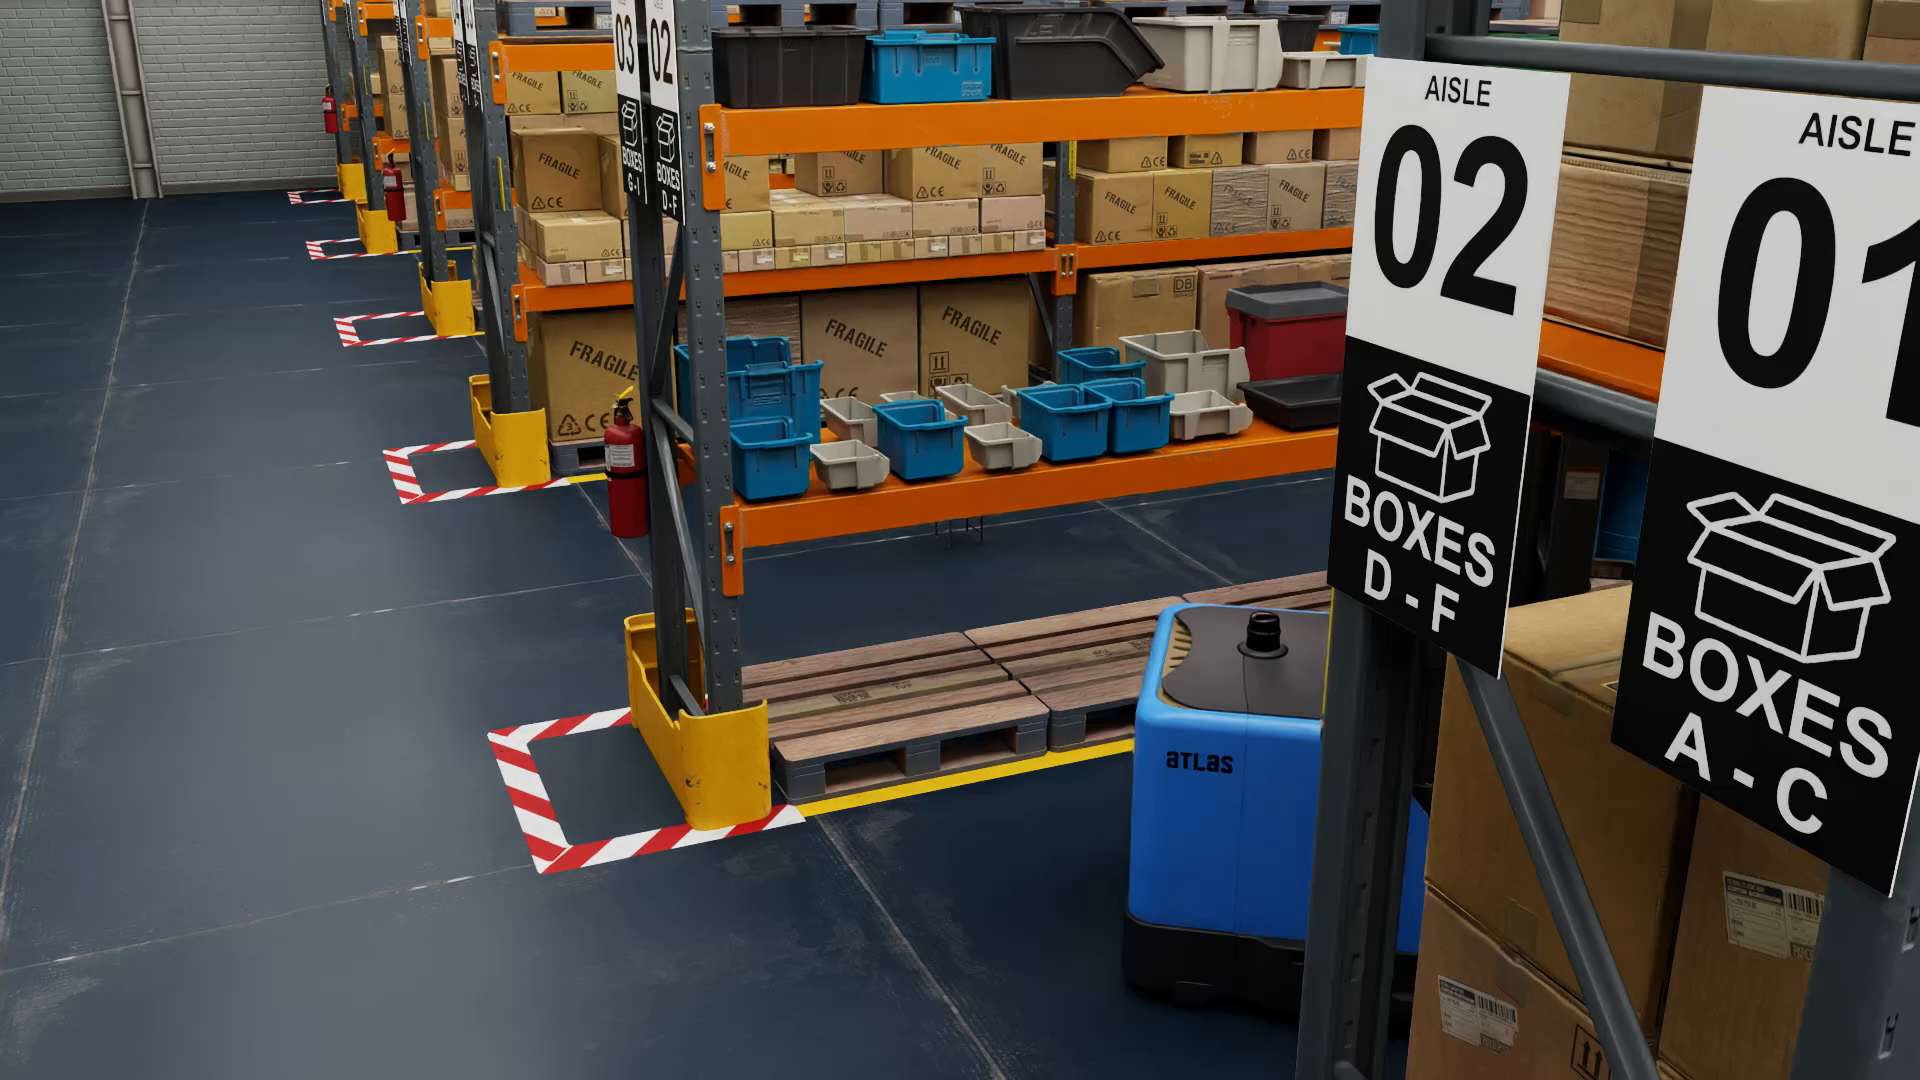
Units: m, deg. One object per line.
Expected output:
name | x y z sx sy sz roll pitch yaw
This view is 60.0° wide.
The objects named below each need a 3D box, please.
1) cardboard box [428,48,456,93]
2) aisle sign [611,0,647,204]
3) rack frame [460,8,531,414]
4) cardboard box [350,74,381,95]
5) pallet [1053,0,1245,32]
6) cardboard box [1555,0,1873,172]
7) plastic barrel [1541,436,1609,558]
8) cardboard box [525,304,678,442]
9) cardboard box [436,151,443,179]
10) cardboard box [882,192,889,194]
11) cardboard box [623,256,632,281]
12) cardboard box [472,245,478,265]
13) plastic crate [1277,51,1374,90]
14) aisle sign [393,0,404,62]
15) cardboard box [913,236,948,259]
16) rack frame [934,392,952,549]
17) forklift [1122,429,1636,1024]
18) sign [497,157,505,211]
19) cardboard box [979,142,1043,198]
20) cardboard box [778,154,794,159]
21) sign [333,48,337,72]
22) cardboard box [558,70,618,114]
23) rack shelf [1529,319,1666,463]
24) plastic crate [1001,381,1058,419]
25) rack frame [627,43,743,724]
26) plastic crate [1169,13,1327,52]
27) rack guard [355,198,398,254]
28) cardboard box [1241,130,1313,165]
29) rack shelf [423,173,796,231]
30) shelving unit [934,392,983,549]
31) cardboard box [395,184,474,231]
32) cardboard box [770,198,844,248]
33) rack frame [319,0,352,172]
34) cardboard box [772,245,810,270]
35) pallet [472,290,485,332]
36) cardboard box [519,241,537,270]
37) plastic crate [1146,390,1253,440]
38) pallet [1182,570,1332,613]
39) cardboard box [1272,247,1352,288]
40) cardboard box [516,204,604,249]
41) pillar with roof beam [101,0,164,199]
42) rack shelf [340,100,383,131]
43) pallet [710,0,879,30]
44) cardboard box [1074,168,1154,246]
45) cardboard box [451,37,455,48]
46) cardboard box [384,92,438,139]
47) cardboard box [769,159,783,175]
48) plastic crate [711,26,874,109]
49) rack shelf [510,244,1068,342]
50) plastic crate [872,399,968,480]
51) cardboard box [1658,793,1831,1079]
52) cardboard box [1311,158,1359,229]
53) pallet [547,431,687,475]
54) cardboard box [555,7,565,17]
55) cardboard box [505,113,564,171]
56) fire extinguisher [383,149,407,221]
cardboard box | -5.988 -5.542 19.589 0.500 0.500 0.500 -9 21 -23
aisle sign | -1.308 -1.750 6.562 0.004 0.787 0.394 -8 21 -22
rack frame | -3.088 -1.955 11.057 0.127 3.000 1.000 -8 21 -22
cardboard box | -8.459 -6.537 23.849 0.500 0.250 0.500 -8 21 -22
pallet | 1.407 -3.941 12.470 1.217 0.209 0.805 -9 21 -24
cardboard box | 1.204 -0.658 2.332 0.500 0.250 0.500 -8 21 -22
plastic barrel | 3.053 -0.245 8.729 0.708 0.901 0.600 -8 21 -22
cardboard box | -2.532 -1.259 11.648 0.875 0.875 0.875 -8 21 -22
cardboard box | -7.583 -5.661 24.715 0.500 0.500 0.700 -7 21 -20
cardboard box | -0.409 -2.504 12.396 0.500 0.250 0.500 -8 21 -22
cardboard box | -2.161 -1.850 11.138 0.250 0.149 0.380 -9 21 -23
cardboard box | -4.574 -2.761 16.112 0.250 0.149 0.380 -8 21 -21
plastic crate | 1.530 -1.977 7.002 0.466 0.136 0.293 -8 21 -22
aisle sign | -5.145 -4.788 15.191 0.004 0.787 0.394 -8 21 -22
cardboard box | -0.273 -2.121 11.907 0.250 0.149 0.380 -8 21 -21
rack frame | -0.101 -0.410 9.832 0.006 0.900 0.240 -8 21 -22
forklift | 2.119 0.106 5.309 3.031 2.935 1.130 4 20 11
sign | -2.873 -2.230 10.417 0.005 0.325 0.100 -8 21 -22
cardboard box | 0.269 -2.762 11.999 0.500 0.500 0.500 -8 21 -20
cardboard box | -1.619 -4.044 16.393 0.500 0.500 0.500 -8 21 -22
sign | -8.768 -6.733 23.323 0.005 0.325 0.100 -8 21 -22
cardboard box | -3.495 -4.248 15.465 0.500 0.500 0.500 -9 21 -23
rack shelf | 2.669 -0.272 2.844 4.000 0.370 1.077 -8 21 -22
plastic crate | 0.334 -0.633 7.610 0.250 0.136 0.298 -8 21 -22
rack frame | -1.126 -0.444 6.767 0.127 3.000 1.000 -8 21 -22
plastic crate | 1.298 -2.244 7.558 0.590 0.269 0.497 -8 21 -22
rack guard | -7.035 -3.794 20.046 0.348 0.500 1.175 -8 21 -22
cardboard box | 2.368 -3.261 13.106 0.637 0.503 0.797 -7 21 -20
rack shelf | -3.123 -3.404 16.257 4.000 0.370 1.077 -8 21 -22
shelving unit | -0.007 -0.423 9.870 0.210 0.900 0.258 -8 21 -22
cardboard box | -6.447 -4.083 20.329 0.875 0.438 0.875 -9 21 -24
cardboard box | -1.126 -2.211 11.562 0.500 0.250 0.500 -9 21 -23
rack frame | -8.983 -6.490 23.937 0.127 3.000 1.000 -8 21 -22
cardboard box | -1.219 -1.985 11.521 0.250 0.149 0.380 -9 21 -23
pallet | -4.130 -2.271 16.155 1.213 0.211 1.003 -8 21 -22
cardboard box | -2.891 -1.983 11.517 0.250 0.149 0.380 -8 21 -21
plastic crate | 1.067 -0.554 7.384 0.466 0.136 0.293 -8 21 -22
pallet | 1.887 0.454 8.416 1.213 0.211 1.003 -8 21 -22
cardboard box | 2.795 -2.003 13.762 0.875 0.875 1.225 -8 21 -22
cardboard box | -2.748 -2.169 11.443 0.500 0.250 0.500 -9 21 -23
pillar with roof beam | -10.110 -7.927 18.986 0.400 9.000 9.100 -8 21 -22
rack shelf | -7.146 -6.414 24.804 4.000 0.370 1.077 -8 21 -22
pallet | -1.289 -3.590 11.319 1.213 0.211 1.003 -8 21 -22
cardboard box | 1.107 -2.512 12.490 0.500 0.500 0.500 -8 21 -22
cardboard box | -5.846 -5.859 19.513 0.250 0.149 0.380 -9 21 -24
cardboard box | -6.459 -4.999 19.554 0.500 0.500 0.500 -8 21 -22
cardboard box | -1.919 -3.695 16.378 0.250 0.149 0.380 -7 21 -20
plastic crate | -0.662 -1.763 6.193 0.590 0.269 0.497 -8 21 -22
rack shelf | -1.251 -1.878 11.923 4.000 0.370 1.077 -8 21 -22
plastic crate | -0.164 -0.412 6.838 0.300 0.233 0.416 -8 21 -22
cardboard box | 1.345 0.570 2.230 0.500 0.500 0.500 -7 21 -20
cardboard box | 2.967 -2.781 13.252 0.500 0.500 0.500 -9 21 -24
pallet | -2.384 -0.768 11.886 1.213 0.211 1.003 -8 21 -22
cardboard box | -3.493 -4.945 15.260 0.500 0.250 0.500 -9 21 -24
cardboard box | -3.957 -3.721 15.475 0.500 0.500 0.500 -8 21 -22
fire extinguisher | -5.374 -3.376 15.771 0.183 0.674 0.296 -8 21 -22
